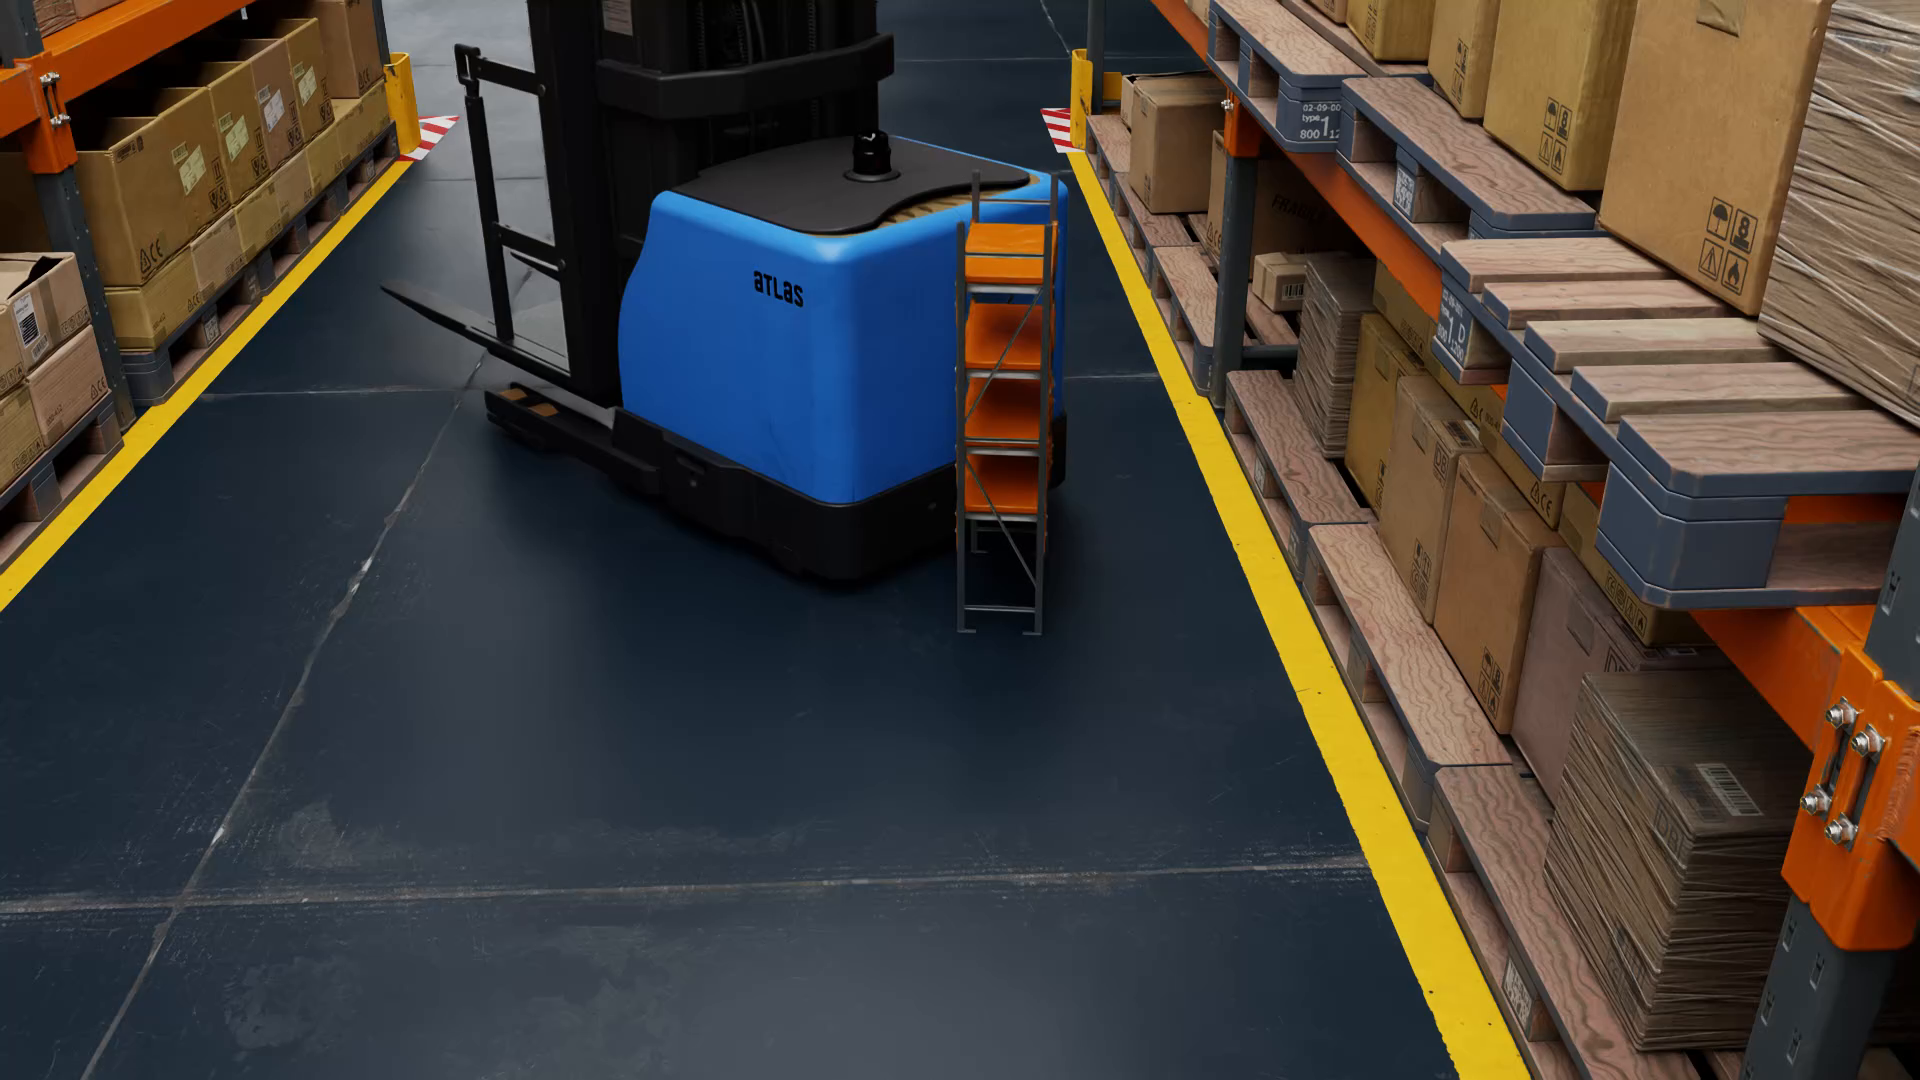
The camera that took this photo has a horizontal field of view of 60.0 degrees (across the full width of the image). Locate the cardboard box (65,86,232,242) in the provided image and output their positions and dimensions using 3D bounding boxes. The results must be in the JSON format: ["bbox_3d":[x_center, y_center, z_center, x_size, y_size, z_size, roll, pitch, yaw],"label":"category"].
[{"bbox_3d":[-3.252,-1.477,6.547,0.500,0.500,0.500,-1,28,-3],"label":"cardboard box"}]

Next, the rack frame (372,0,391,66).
[{"bbox_3d":[-3.715,-3.572,8.856,1.000,3.000,0.127,-1,28,-3],"label":"rack frame"}]

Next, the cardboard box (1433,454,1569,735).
[{"bbox_3d":[1.595,0.113,4.016,0.700,0.500,0.500,-2,28,-3],"label":"cardboard box"}]

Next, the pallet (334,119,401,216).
[{"bbox_3d":[-3.633,-1.984,8.825,1.003,0.211,1.213,-1,28,-3],"label":"pallet"}]

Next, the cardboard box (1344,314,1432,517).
[{"bbox_3d":[1.573,-0.356,4.917,0.700,0.500,0.500,-2,28,-4],"label":"cardboard box"}]

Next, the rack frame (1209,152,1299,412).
[{"bbox_3d":[1.441,-1.846,5.547,1.000,3.000,0.127,-1,28,-3],"label":"rack frame"}]

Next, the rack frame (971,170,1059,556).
[{"bbox_3d":[0.154,-0.489,4.890,0.240,1.200,0.015,2,28,4],"label":"rack frame"}]

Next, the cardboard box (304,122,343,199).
[{"bbox_3d":[-3.326,-1.837,8.049,0.500,0.250,0.500,-1,28,-3],"label":"cardboard box"}]

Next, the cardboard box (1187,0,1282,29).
[{"bbox_3d":[1.113,-2.000,5.982,0.500,0.250,0.500,-1,28,-3],"label":"cardboard box"}]

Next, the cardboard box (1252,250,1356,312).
[{"bbox_3d":[1.383,-1.032,6.572,0.380,0.166,0.250,-5,28,-9],"label":"cardboard box"}]

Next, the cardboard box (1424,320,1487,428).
[{"bbox_3d":[1.553,-0.483,4.348,0.500,0.250,0.500,-2,28,-4],"label":"cardboard box"}]

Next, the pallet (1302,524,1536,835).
[{"bbox_3d":[1.550,0.314,4.419,1.003,0.211,1.213,-1,28,-3],"label":"pallet"}]

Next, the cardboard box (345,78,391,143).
[{"bbox_3d":[-3.392,-2.299,8.933,0.500,0.250,0.500,-1,28,-3],"label":"cardboard box"}]

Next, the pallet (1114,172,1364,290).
[{"bbox_3d":[1.304,-1.484,7.867,1.003,0.211,1.213,-1,28,-3],"label":"pallet"}]

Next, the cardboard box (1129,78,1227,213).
[{"bbox_3d":[1.196,-1.855,7.791,0.700,0.500,0.500,-3,28,-6],"label":"cardboard box"}]

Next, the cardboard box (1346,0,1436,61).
[{"bbox_3d":[1.455,-1.592,4.474,0.700,0.500,0.500,1,28,3],"label":"cardboard box"}]

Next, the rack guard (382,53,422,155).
[{"bbox_3d":[-3.716,-2.475,9.455,1.175,0.500,0.348,-1,28,-3],"label":"rack guard"}]

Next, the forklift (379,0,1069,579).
[{"bbox_3d":[-1.055,-1.764,5.463,3.031,2.935,1.130,25,36,39],"label":"forklift"}]

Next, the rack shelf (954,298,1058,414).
[{"bbox_3d":[0.133,-0.515,4.602,0.258,0.148,0.480,2,28,4],"label":"rack shelf"}]

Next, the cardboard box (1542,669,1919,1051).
[{"bbox_3d":[1.560,0.583,3.116,0.700,0.500,0.500,-1,28,-2],"label":"cardboard box"}]

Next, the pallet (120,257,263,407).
[{"bbox_3d":[-3.506,-0.857,6.665,1.003,0.211,1.213,-1,28,-3],"label":"pallet"}]

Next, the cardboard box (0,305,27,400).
[{"bbox_3d":[-3.165,-0.521,4.917,0.500,0.311,0.500,-1,28,-1],"label":"cardboard box"}]

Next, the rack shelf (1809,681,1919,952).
[{"bbox_3d":[1.754,1.243,0.400,1.077,0.370,4.000,-1,28,-3],"label":"rack shelf"}]

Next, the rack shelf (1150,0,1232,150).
[{"bbox_3d":[1.336,-2.451,7.484,1.077,0.370,4.000,-1,28,-3],"label":"rack shelf"}]

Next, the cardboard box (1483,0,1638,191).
[{"bbox_3d":[1.528,-1.030,3.398,0.700,0.500,0.500,-1,28,-3],"label":"cardboard box"}]

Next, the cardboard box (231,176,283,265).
[{"bbox_3d":[-3.269,-1.376,7.163,0.500,0.250,0.500,-1,28,-3],"label":"cardboard box"}]

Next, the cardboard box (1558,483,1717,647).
[{"bbox_3d":[1.593,-0.014,3.450,0.500,0.250,0.500,-1,28,-2],"label":"cardboard box"}]

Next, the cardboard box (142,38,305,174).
[{"bbox_3d":[-3.298,-1.939,7.432,0.500,0.500,0.500,-1,28,-3],"label":"cardboard box"}]

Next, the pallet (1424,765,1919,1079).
[{"bbox_3d":[1.610,0.876,3.342,1.003,0.211,1.213,-1,28,-3],"label":"pallet"}]

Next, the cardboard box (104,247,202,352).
[{"bbox_3d":[-3.227,-0.914,6.277,0.500,0.250,0.500,-1,28,-3],"label":"cardboard box"}]

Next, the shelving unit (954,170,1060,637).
[{"bbox_3d":[0.133,-0.377,4.675,0.258,1.200,0.503,2,28,4],"label":"shelving unit"}]

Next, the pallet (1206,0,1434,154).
[{"bbox_3d":[1.335,-1.405,4.908,1.003,0.211,1.213,-1,28,-3],"label":"pallet"}]

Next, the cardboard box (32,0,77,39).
[{"bbox_3d":[-3.535,-1.974,5.683,0.700,0.500,0.500,-2,28,-4],"label":"cardboard box"}]

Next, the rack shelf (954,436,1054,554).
[{"bbox_3d":[0.133,-0.141,4.798,0.258,0.148,0.480,2,28,4],"label":"rack shelf"}]

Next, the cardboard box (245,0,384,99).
[{"bbox_3d":[-3.390,-2.631,8.760,0.500,0.500,0.500,-1,28,-3],"label":"cardboard box"}]

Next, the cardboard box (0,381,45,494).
[{"bbox_3d":[-3.170,-0.274,5.051,0.500,0.250,0.500,-2,28,-3],"label":"cardboard box"}]

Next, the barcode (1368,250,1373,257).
[{"bbox_3d":[1.696,-1.209,6.854,0.001,0.075,0.075,-1,28,-3],"label":"barcode"}]

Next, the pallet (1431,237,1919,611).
[{"bbox_3d":[1.506,-0.241,2.675,1.213,0.211,1.003,-1,28,-3],"label":"pallet"}]

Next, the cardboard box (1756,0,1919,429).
[{"bbox_3d":[1.615,-0.455,2.296,0.700,0.500,0.500,-5,28,-9],"label":"cardboard box"}]
